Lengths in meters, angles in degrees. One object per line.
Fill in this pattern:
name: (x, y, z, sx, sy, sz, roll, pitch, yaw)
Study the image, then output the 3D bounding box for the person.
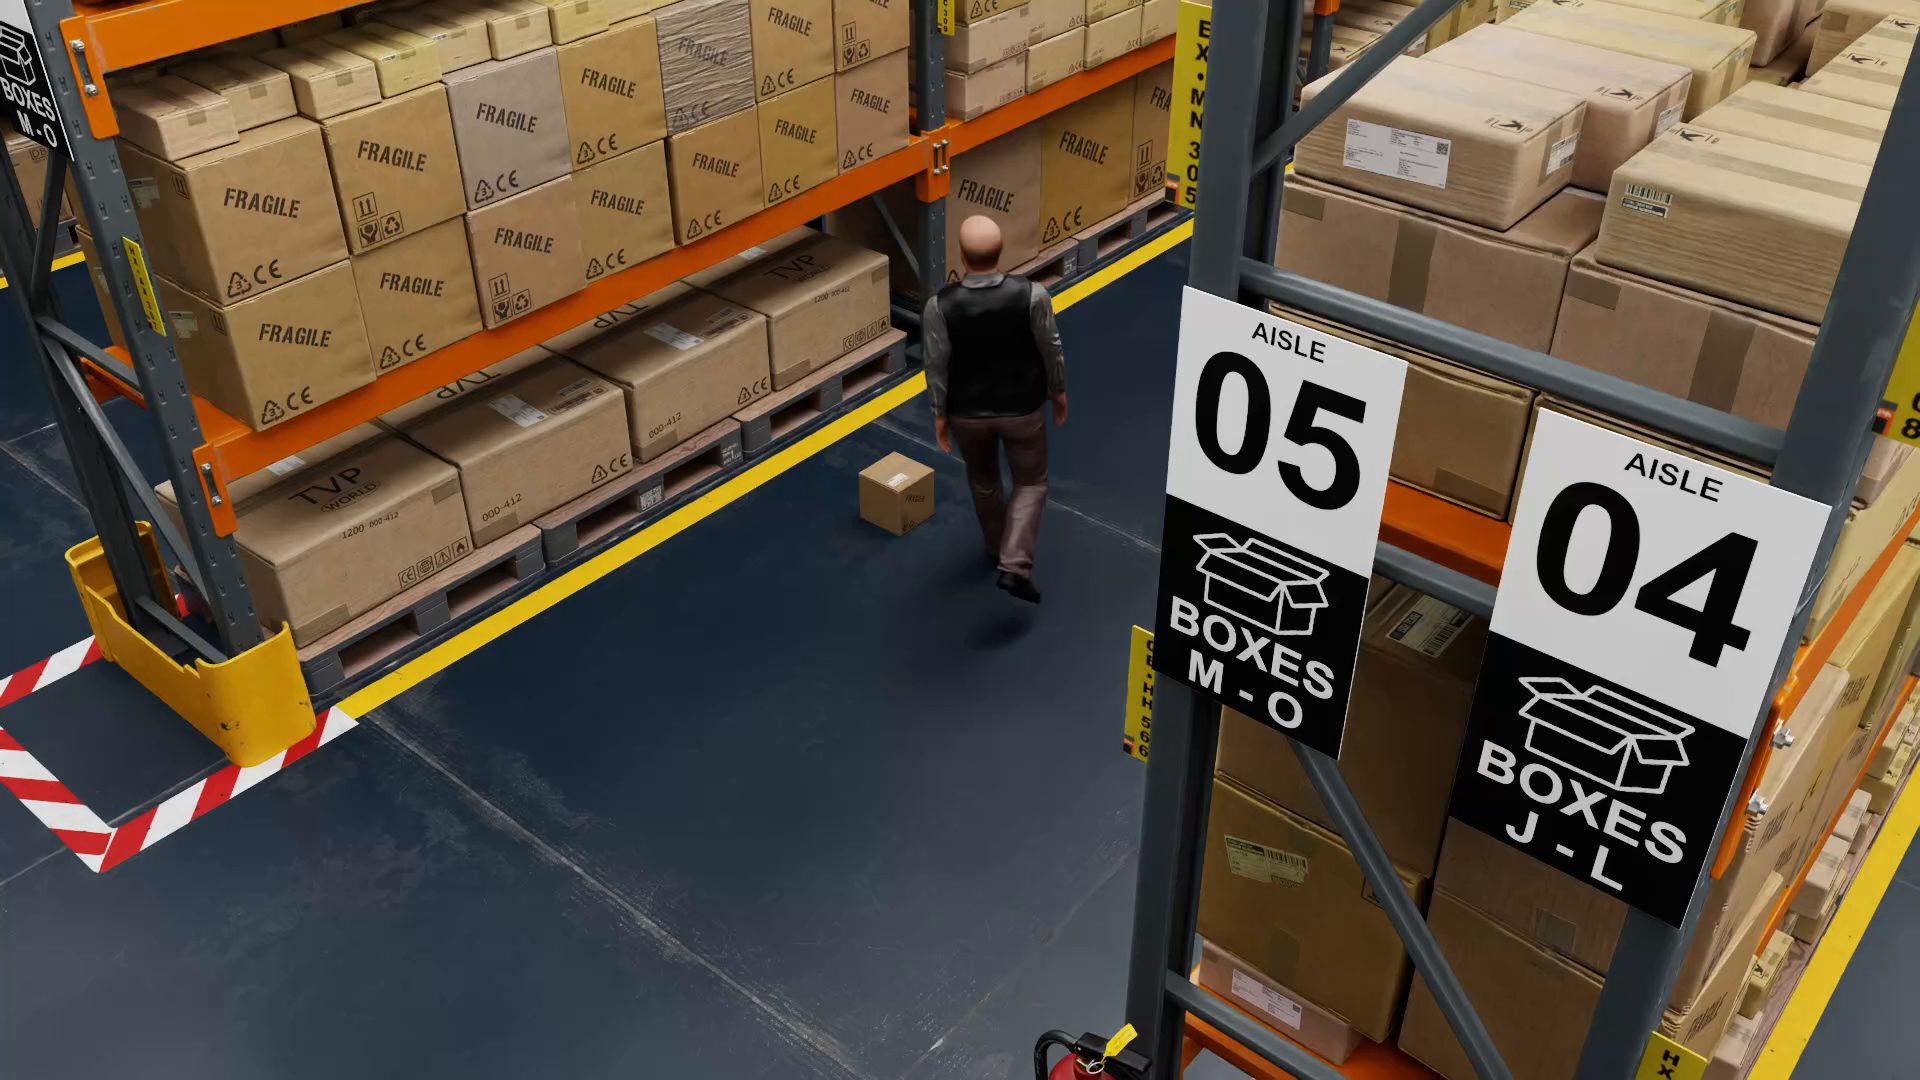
person: (0.150, -0.525, 6.921, 0.602, 1.710, 0.821, 1, 35, 1)
